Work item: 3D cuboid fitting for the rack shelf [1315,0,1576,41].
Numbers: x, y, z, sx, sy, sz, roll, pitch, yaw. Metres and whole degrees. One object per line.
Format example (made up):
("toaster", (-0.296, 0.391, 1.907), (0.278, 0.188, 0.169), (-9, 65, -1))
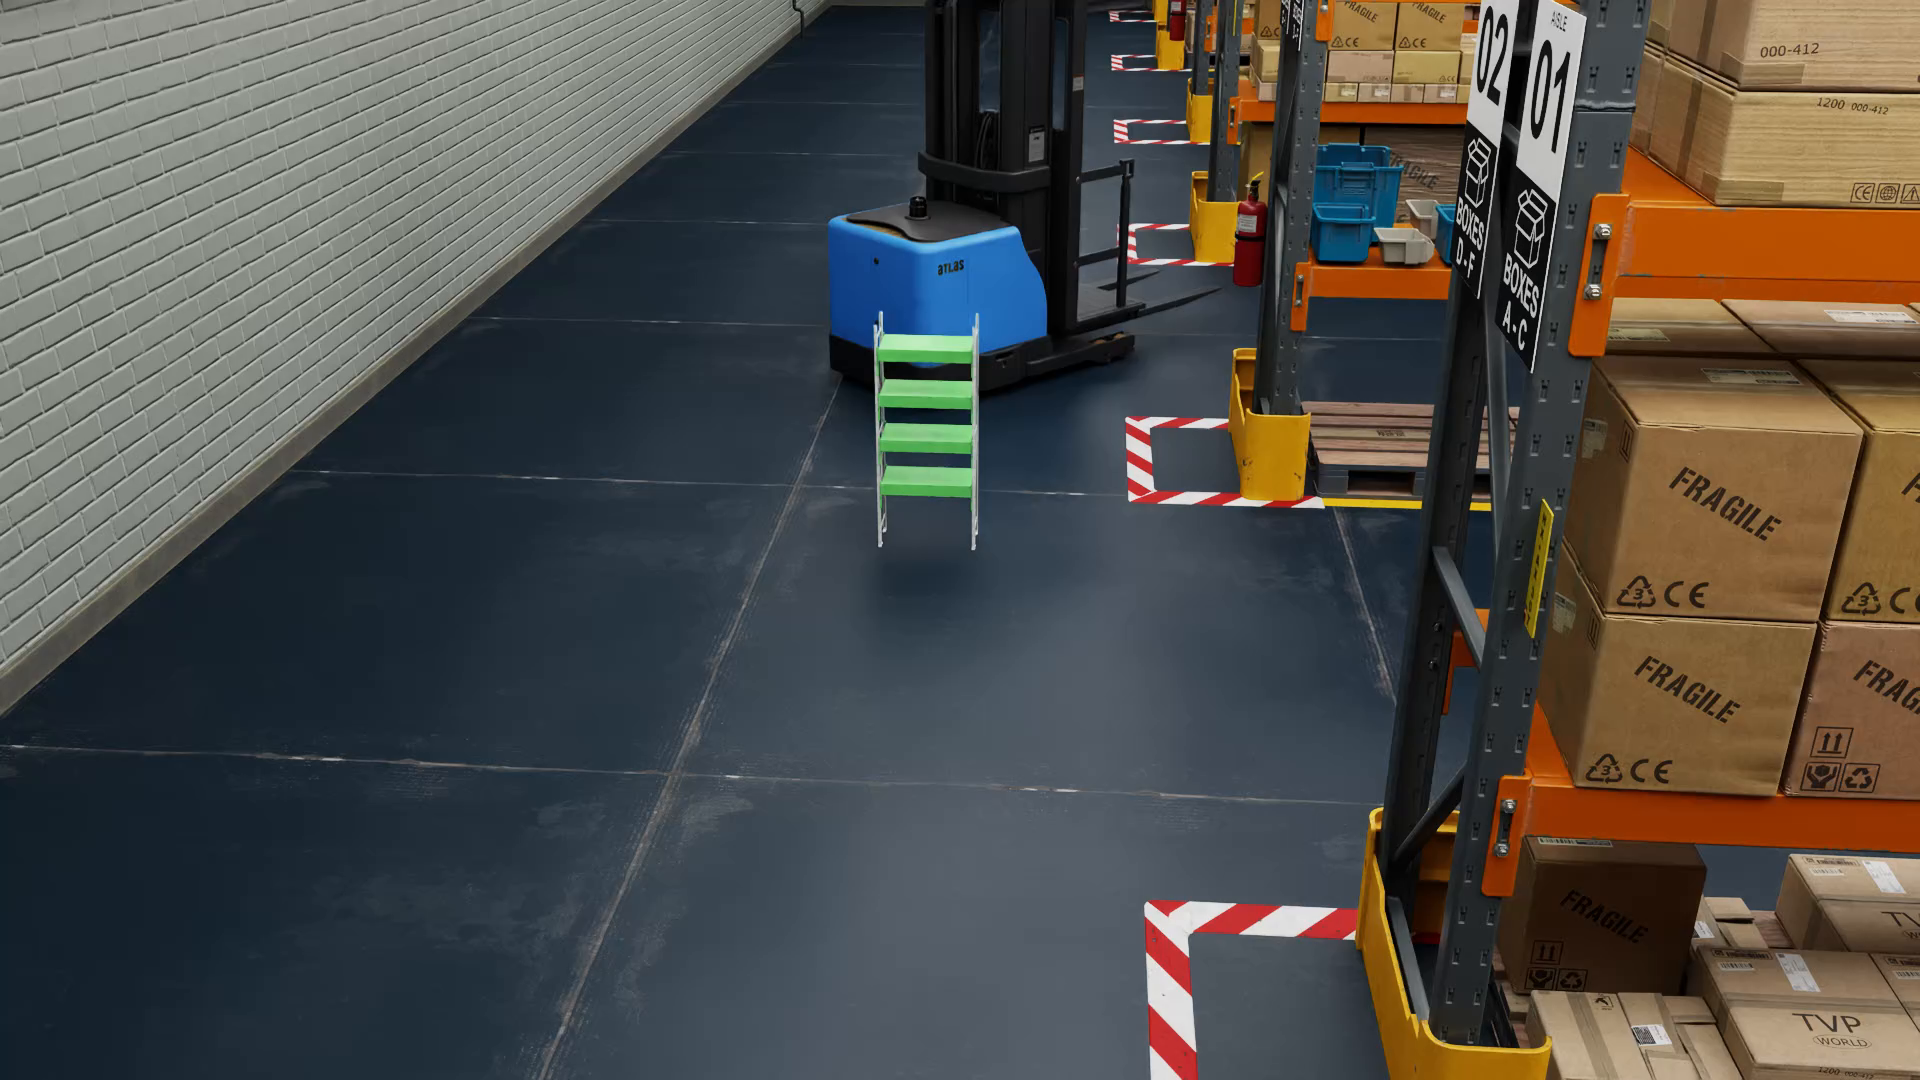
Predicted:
("rack shelf", (3.800, -2.800, 8.519), (4.000, 0.370, 1.077), (2, 25, 4))

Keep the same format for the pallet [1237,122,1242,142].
("pallet", (3.548, -4.646, 18.595), (1.213, 0.211, 1.003), (2, 25, 4))

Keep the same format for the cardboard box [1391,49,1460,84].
("cardboard box", (3.662, -3.800, 13.244), (0.500, 0.250, 0.500), (1, 25, 2))

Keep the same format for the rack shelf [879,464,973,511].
("rack shelf", (-0.165, -0.274, 8.638), (0.480, 0.148, 0.258), (2, 25, 4))

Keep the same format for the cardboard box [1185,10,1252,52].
("cardboard box", (3.609, -7.070, 23.089), (0.875, 0.438, 0.875), (1, 25, 2))

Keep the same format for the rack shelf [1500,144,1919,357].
("rack shelf", (3.417, -0.736, 4.032), (4.000, 0.370, 1.077), (2, 25, 4))

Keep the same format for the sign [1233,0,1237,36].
("sign", (2.136, -4.091, 12.921), (0.005, 0.325, 0.100), (2, 25, 4))

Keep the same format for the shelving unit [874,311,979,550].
("shelving unit", (-0.165, -0.550, 8.511), (0.503, 1.200, 0.258), (2, 25, 4))

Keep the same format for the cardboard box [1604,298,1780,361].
("cardboard box", (1.887, -0.364, 4.636), (0.500, 0.500, 0.500), (2, 25, 4))

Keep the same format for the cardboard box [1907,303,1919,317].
("cardboard box", (2.908, -0.333, 4.570), (0.500, 0.500, 0.500), (3, 25, 5))

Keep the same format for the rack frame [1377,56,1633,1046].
("rack frame", (1.423, 0.236, 4.648), (0.127, 3.000, 1.000), (2, 25, 4))

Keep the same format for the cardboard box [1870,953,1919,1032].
("cardboard box", (2.940, 1.453, 4.767), (0.500, 0.250, 0.500), (2, 25, 4))

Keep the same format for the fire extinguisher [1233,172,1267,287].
("fire extinguisher", (1.690, -1.818, 9.651), (0.183, 0.674, 0.296), (2, 25, 4))

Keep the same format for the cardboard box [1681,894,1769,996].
("cardboard box", (2.380, 1.289, 5.224), (0.250, 0.166, 0.380), (2, 25, 4))

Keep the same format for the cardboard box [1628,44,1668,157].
("cardboard box", (1.955, -1.152, 4.255), (0.500, 0.250, 0.500), (2, 25, 4))

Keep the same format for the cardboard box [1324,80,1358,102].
("cardboard box", (3.025, -3.614, 13.316), (0.250, 0.149, 0.380), (1, 25, 3))

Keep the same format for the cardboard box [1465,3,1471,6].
("cardboard box", (5.136, -5.940, 17.596), (0.500, 0.500, 0.500), (2, 25, 4))

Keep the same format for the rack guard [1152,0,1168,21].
("rack guard", (3.395, -8.954, 27.610), (0.348, 0.500, 1.175), (2, 25, 4))

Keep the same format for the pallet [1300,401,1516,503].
("pallet", (2.625, -0.519, 9.625), (1.213, 0.211, 1.003), (2, 25, 4))

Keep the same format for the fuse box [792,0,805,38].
("fuse box", (-2.374, -8.479, 25.130), (0.414, 1.711, 0.539), (2, 25, 4))

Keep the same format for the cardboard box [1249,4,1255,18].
("cardboard box", (3.220, -5.704, 17.859), (0.250, 0.149, 0.380), (3, 25, 6))

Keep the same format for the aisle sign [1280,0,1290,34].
("aisle sign", (1.756, -3.133, 8.861), (0.004, 0.787, 0.394), (2, 25, 4))

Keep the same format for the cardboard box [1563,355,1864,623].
("cardboard box", (1.845, -0.139, 4.148), (0.500, 0.500, 0.500), (3, 25, 6))

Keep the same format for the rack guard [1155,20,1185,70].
("rack guard", (2.919, -6.888, 23.121), (0.348, 0.500, 1.175), (2, 25, 4))

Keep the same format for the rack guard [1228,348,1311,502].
("rack guard", (1.781, -0.688, 9.647), (0.348, 0.500, 1.175), (2, 25, 4))

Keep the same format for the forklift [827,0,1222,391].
("forklift", (0.574, -2.679, 11.067), (3.031, 2.935, 1.130), (-20, 31, -37))

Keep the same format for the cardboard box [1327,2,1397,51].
("cardboard box", (3.141, -4.156, 13.120), (0.500, 0.500, 0.500), (1, 25, 3))

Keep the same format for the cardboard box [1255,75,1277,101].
("cardboard box", (2.513, -3.629, 13.350), (0.250, 0.149, 0.380), (2, 25, 5))

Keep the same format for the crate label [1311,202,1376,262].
("crate label", (2.026, -1.634, 8.842), (0.303, 0.233, 0.416), (2, 25, 4))

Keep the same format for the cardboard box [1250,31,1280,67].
("cardboard box", (2.688, -4.055, 13.797), (0.500, 0.250, 0.500), (1, 25, 3))

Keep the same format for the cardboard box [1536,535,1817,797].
("cardboard box", (1.845, 0.315, 4.358), (0.500, 0.500, 0.500), (2, 25, 5))

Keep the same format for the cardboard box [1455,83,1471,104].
("cardboard box", (4.047, -3.581, 13.244), (0.250, 0.149, 0.380), (1, 25, 3))

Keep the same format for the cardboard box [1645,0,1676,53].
("cardboard box", (1.954, -1.375, 4.143), (0.500, 0.250, 0.500), (2, 25, 4))

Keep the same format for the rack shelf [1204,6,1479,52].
("rack shelf", (4.659, -5.566, 18.118), (4.000, 0.370, 1.077), (2, 25, 4))

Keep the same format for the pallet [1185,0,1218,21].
("pallet", (4.190, -8.797, 27.616), (1.213, 0.211, 1.003), (2, 25, 4))

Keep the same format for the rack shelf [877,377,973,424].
("rack shelf", (-0.165, -0.710, 8.437), (0.480, 0.148, 0.258), (2, 25, 4))

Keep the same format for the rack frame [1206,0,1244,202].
("rack frame", (2.185, -3.892, 13.621), (0.127, 3.000, 1.000), (2, 25, 4))

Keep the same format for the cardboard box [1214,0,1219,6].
("cardboard box", (4.343, -8.898, 27.408), (0.250, 0.149, 0.380), (1, 25, 2))

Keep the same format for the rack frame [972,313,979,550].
("rack frame", (0.078, -0.543, 8.494), (0.015, 1.200, 0.240), (2, 25, 4))

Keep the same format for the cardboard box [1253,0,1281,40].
("cardboard box", (2.691, -4.394, 13.637), (0.500, 0.500, 0.500), (2, 25, 5))

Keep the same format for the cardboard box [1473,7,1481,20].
("cardboard box", (5.572, -5.659, 17.760), (0.250, 0.149, 0.380), (1, 25, 3))

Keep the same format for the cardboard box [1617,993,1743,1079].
("cardboard box", (2.063, 1.488, 4.791), (0.250, 0.166, 0.380), (2, 25, 4))

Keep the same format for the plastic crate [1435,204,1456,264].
("plastic crate", (2.683, -1.613, 8.796), (0.300, 0.233, 0.416), (2, 25, 4))

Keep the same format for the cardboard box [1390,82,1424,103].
("cardboard box", (3.538, -3.597, 13.280), (0.250, 0.149, 0.380), (1, 25, 3))

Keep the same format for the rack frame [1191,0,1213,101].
("rack frame", (2.665, -5.956, 18.106), (0.127, 3.000, 1.000), (2, 25, 4))

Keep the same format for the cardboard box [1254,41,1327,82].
("cardboard box", (2.643, -3.832, 13.312), (0.500, 0.250, 0.500), (1, 25, 3))

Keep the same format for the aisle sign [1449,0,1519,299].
("aisle sign", (1.378, -1.075, 4.387), (0.004, 0.787, 0.394), (2, 25, 4))

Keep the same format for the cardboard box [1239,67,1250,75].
("cardboard box", (3.212, -5.211, 18.683), (0.250, 0.149, 0.380), (2, 25, 5))

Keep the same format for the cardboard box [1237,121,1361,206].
("cardboard box", (2.829, -3.131, 14.005), (0.875, 0.875, 0.875), (2, 25, 4))
